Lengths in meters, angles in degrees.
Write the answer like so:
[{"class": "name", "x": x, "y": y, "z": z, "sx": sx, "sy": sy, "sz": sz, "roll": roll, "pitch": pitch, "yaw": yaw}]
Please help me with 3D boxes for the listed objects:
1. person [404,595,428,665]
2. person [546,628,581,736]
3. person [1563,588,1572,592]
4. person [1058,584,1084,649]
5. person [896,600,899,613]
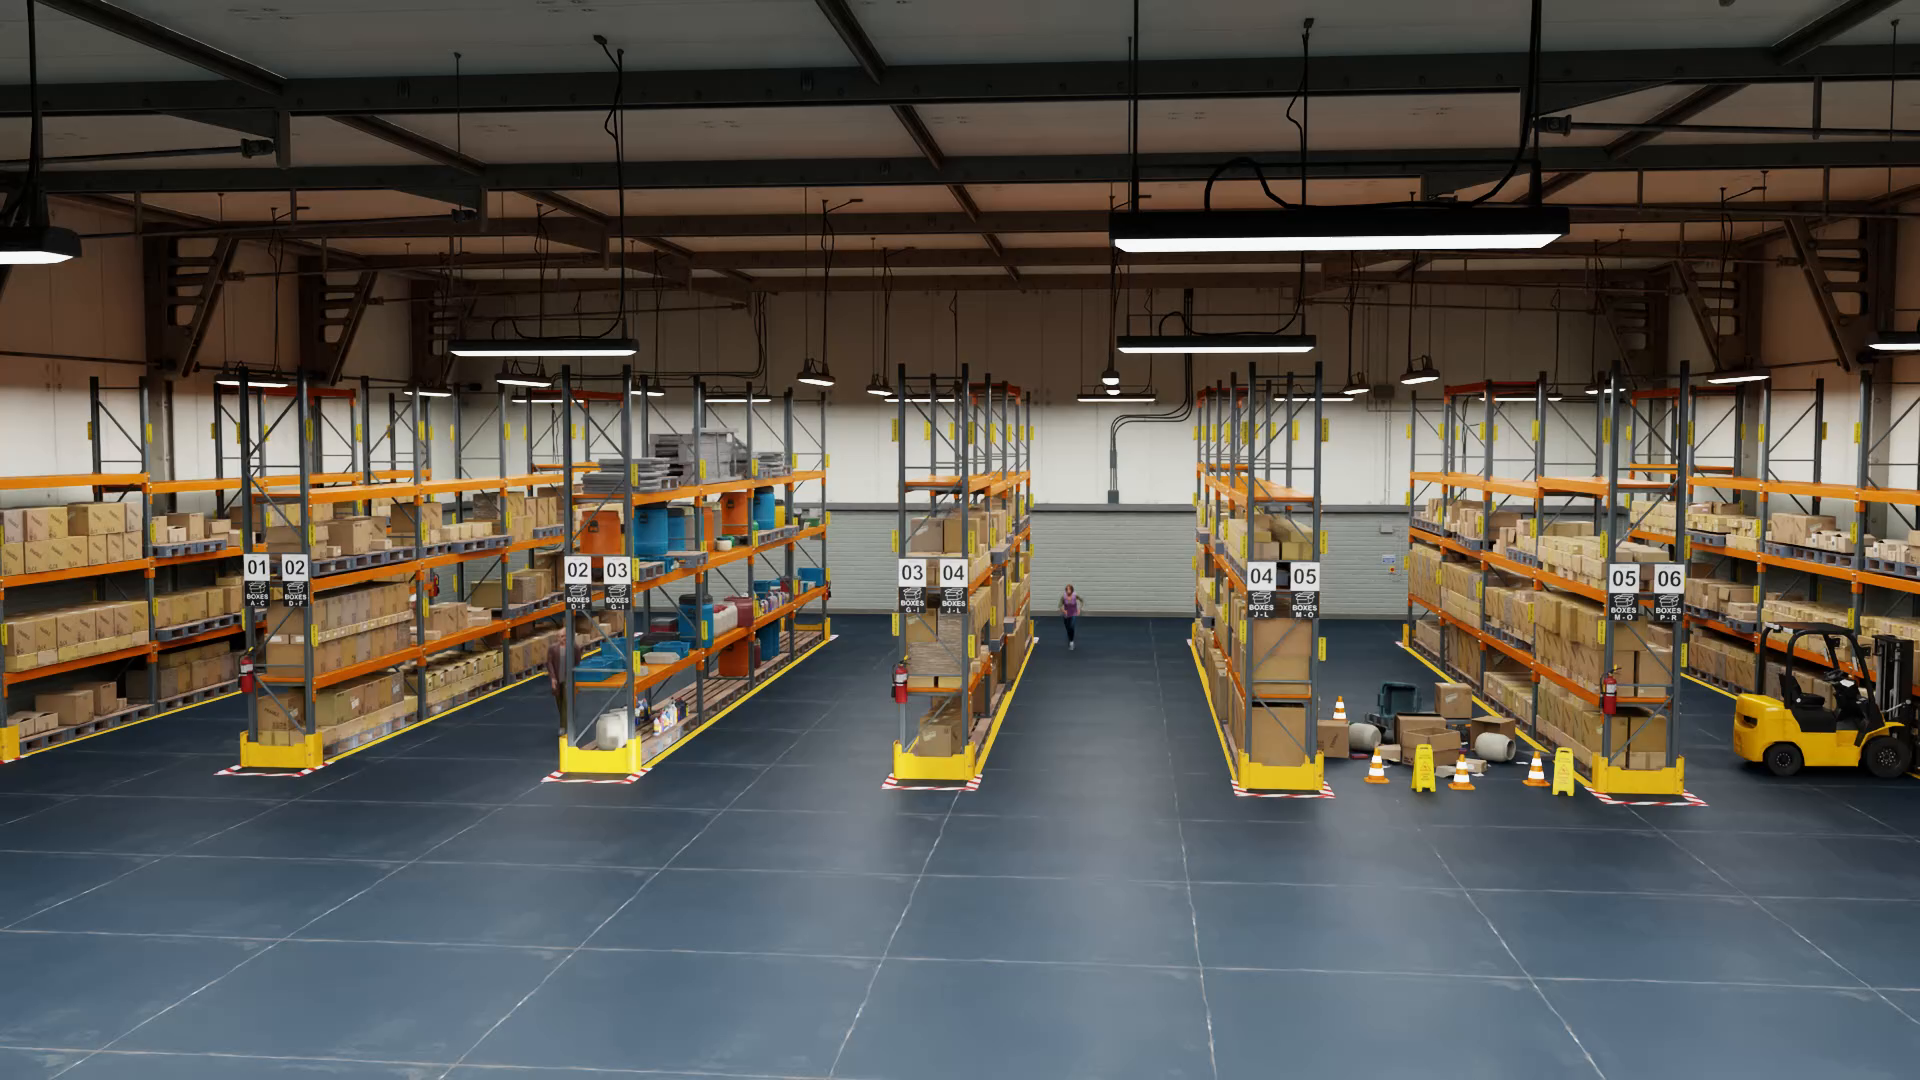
[{"class": "person", "x": -11.015, "y": 1.974, "z": 33.594, "sx": 0.635, "sy": 1.718, "sz": 1.065, "roll": 0, "pitch": 4, "yaw": 3}, {"class": "person", "x": -6.630, "y": 2.341, "z": 27.804, "sx": 0.562, "sy": 1.730, "sz": 1.037, "roll": 0, "pitch": 4, "yaw": -6}, {"class": "person", "x": 14.928, "y": 1.583, "z": 40.508, "sx": 0.923, "sy": 1.614, "sz": 0.445, "roll": 0, "pitch": 4, "yaw": -1}, {"class": "person", "x": 2.569, "y": 1.765, "z": 38.375, "sx": 0.561, "sy": 1.515, "sz": 0.795, "roll": 1, "pitch": 4, "yaw": 15}, {"class": "person", "x": -1.092, "y": 1.758, "z": 37.535, "sx": 0.672, "sy": 1.682, "sz": 0.736, "roll": 1, "pitch": 4, "yaw": 14}]
